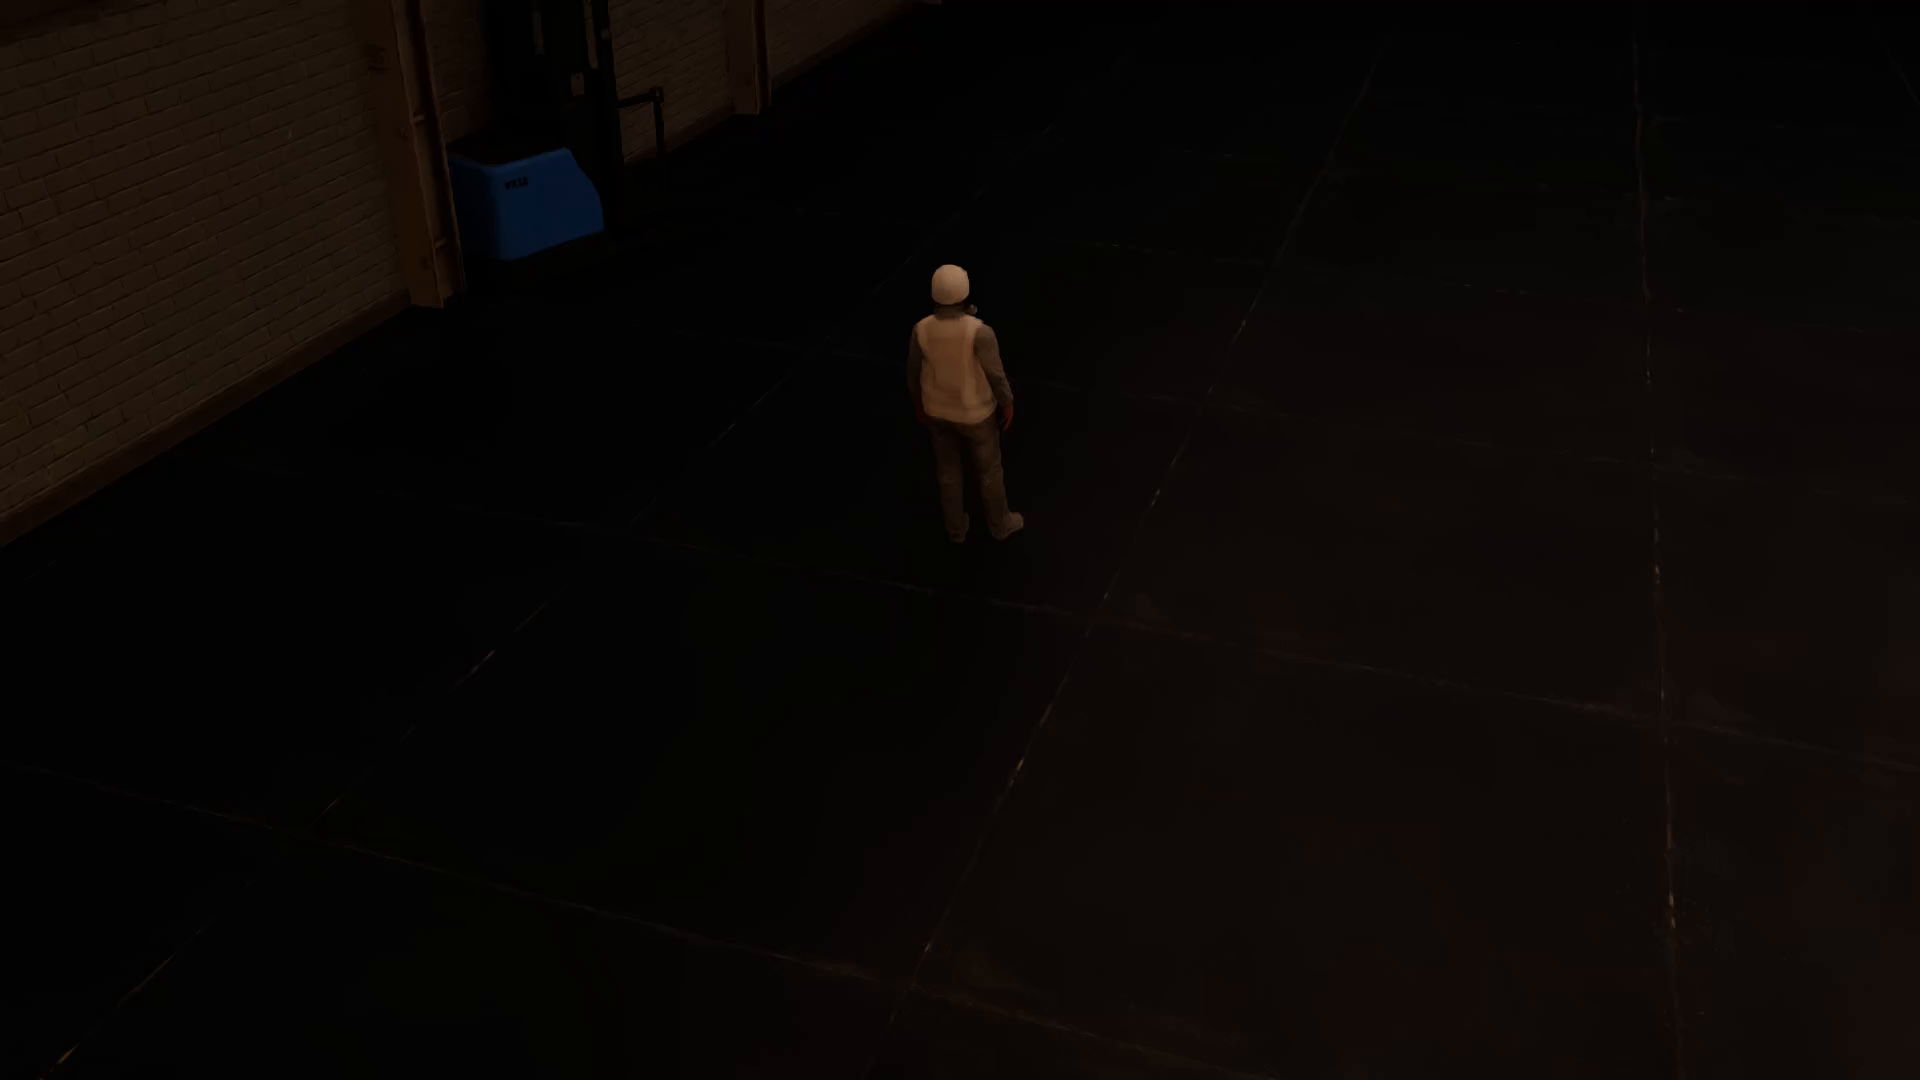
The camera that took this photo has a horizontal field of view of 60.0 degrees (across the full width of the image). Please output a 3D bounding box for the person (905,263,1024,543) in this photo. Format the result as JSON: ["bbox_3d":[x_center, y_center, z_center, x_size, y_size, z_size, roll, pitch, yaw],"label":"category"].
[{"bbox_3d":[0.028,-0.805,9.702,0.632,1.773,0.567,10,31,16],"label":"person"}]

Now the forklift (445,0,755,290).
[{"bbox_3d":[-3.122,-3.970,14.101,1.130,2.935,3.031,22,36,33],"label":"forklift"}]
